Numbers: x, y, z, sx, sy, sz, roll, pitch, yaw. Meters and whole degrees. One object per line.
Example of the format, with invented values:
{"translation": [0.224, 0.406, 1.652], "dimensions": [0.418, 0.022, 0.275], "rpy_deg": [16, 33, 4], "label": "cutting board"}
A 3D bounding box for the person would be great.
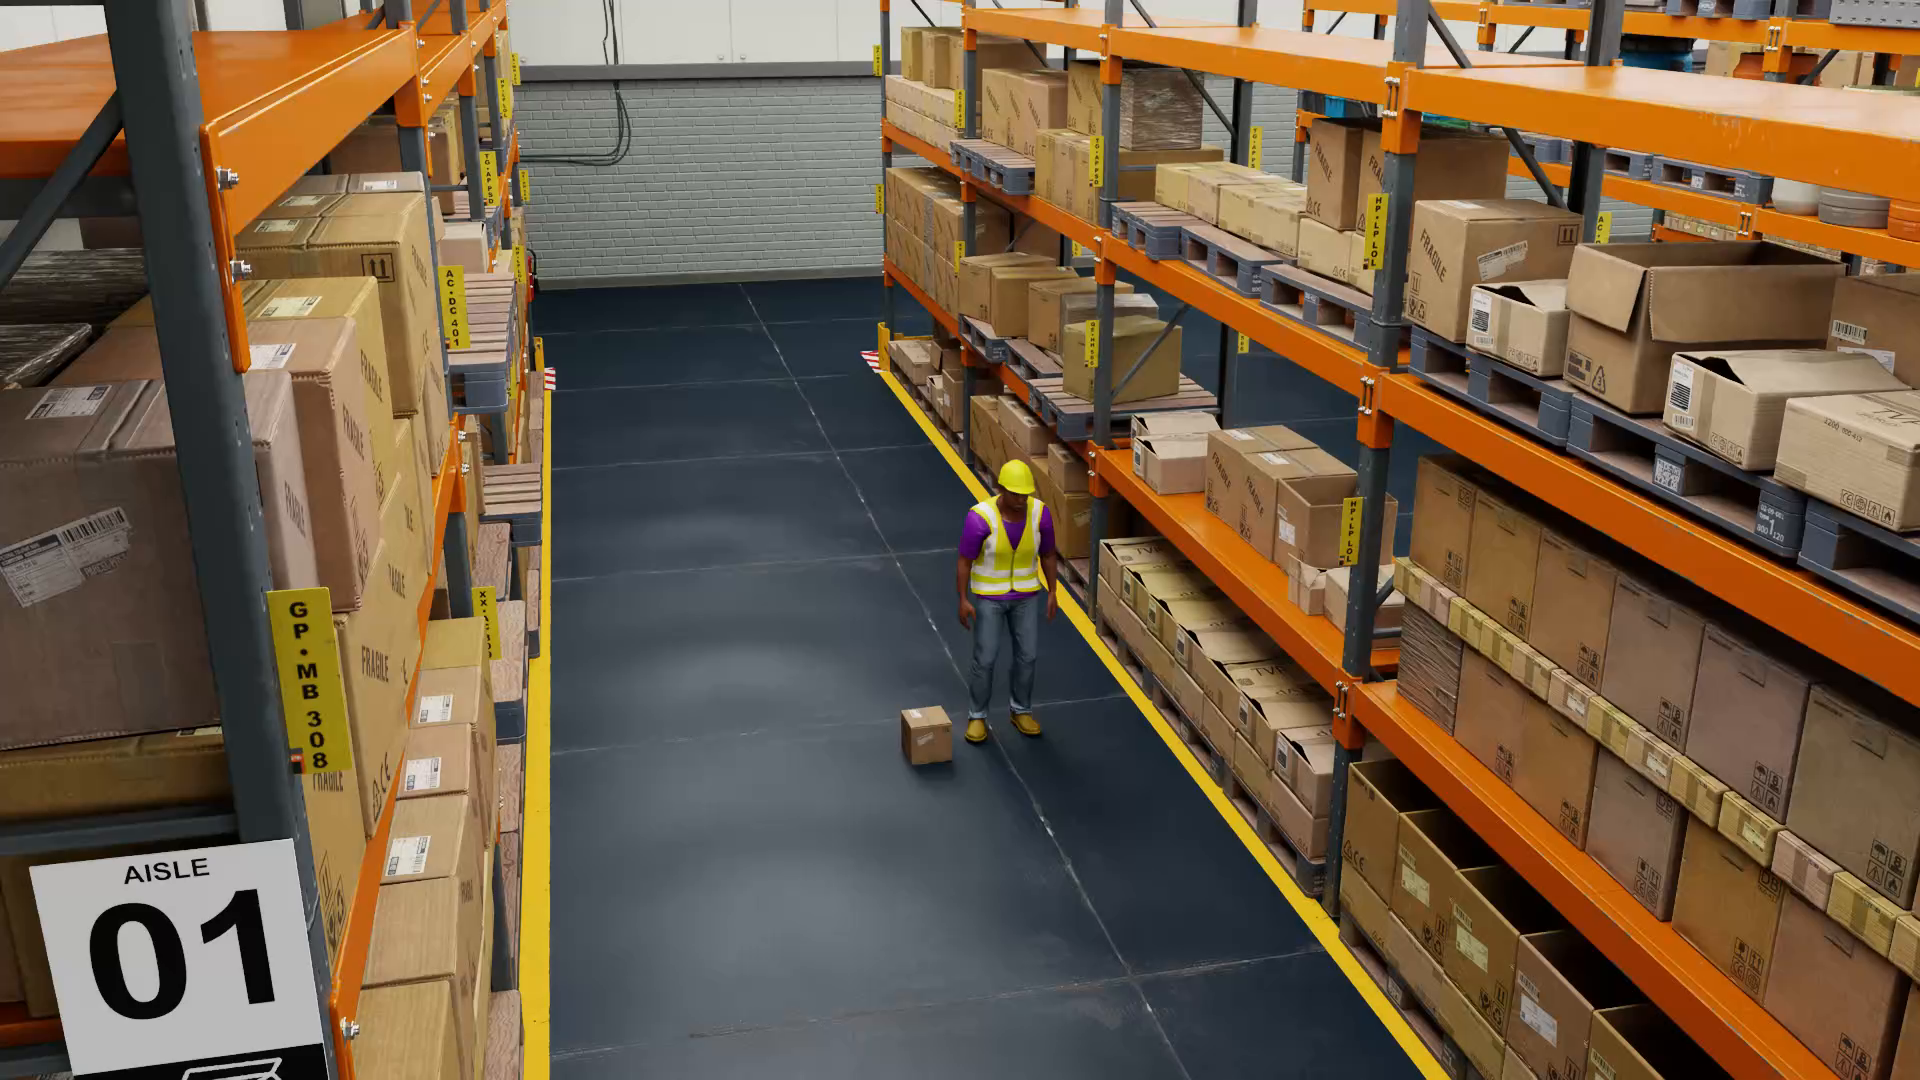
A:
{"translation": [0.291, 0.349, 10.056], "dimensions": [0.635, 1.760, 0.462], "rpy_deg": [-5, 20, -14], "label": "person"}
